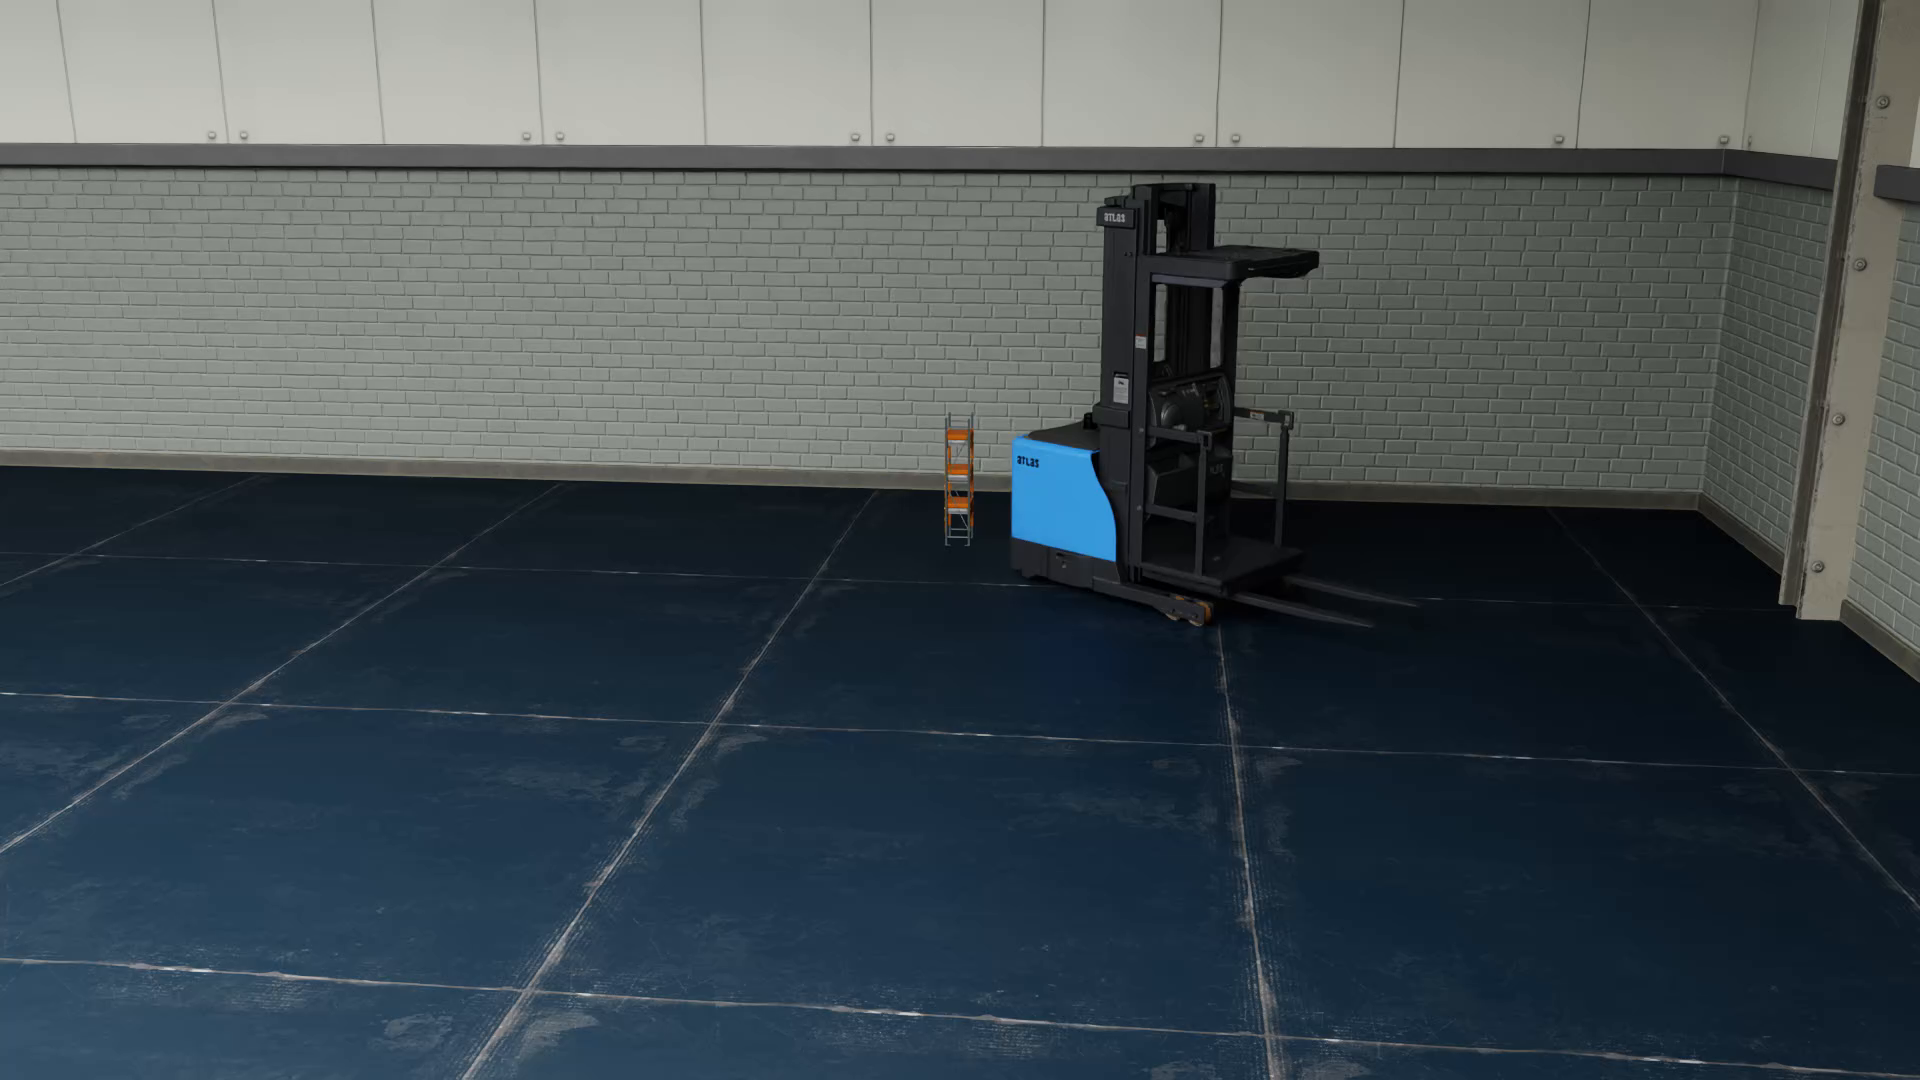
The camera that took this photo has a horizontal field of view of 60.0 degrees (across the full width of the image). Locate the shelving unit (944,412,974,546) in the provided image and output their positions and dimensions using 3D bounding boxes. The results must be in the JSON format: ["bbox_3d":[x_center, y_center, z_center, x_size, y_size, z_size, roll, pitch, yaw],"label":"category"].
[{"bbox_3d":[-0.006,-0.493,13.474,0.215,1.050,0.252,2,15,6],"label":"shelving unit"}]

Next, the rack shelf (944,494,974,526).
[{"bbox_3d":[-0.006,-0.214,13.549,0.215,0.259,0.240,2,15,6],"label":"rack shelf"}]

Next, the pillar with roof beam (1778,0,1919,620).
[{"bbox_3d":[1.756,-3.966,11.088,9.100,9.000,0.400,2,15,6],"label":"pillar with roof beam"}]

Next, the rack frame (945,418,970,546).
[{"bbox_3d":[-0.020,-0.461,13.357,0.200,1.050,0.008,2,15,6],"label":"rack frame"}]

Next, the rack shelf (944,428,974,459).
[{"bbox_3d":[-0.006,-0.757,13.402,0.215,0.259,0.240,2,15,6],"label":"rack shelf"}]

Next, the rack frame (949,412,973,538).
[{"bbox_3d":[0.008,-0.525,13.591,0.200,1.050,0.008,2,15,6],"label":"rack frame"}]

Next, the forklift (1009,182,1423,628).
[{"bbox_3d":[1.790,-0.974,11.649,3.031,2.935,1.130,14,20,41],"label":"forklift"}]

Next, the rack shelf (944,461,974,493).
[{"bbox_3d":[-0.006,-0.483,13.476,0.215,0.259,0.240,2,15,6],"label":"rack shelf"}]
